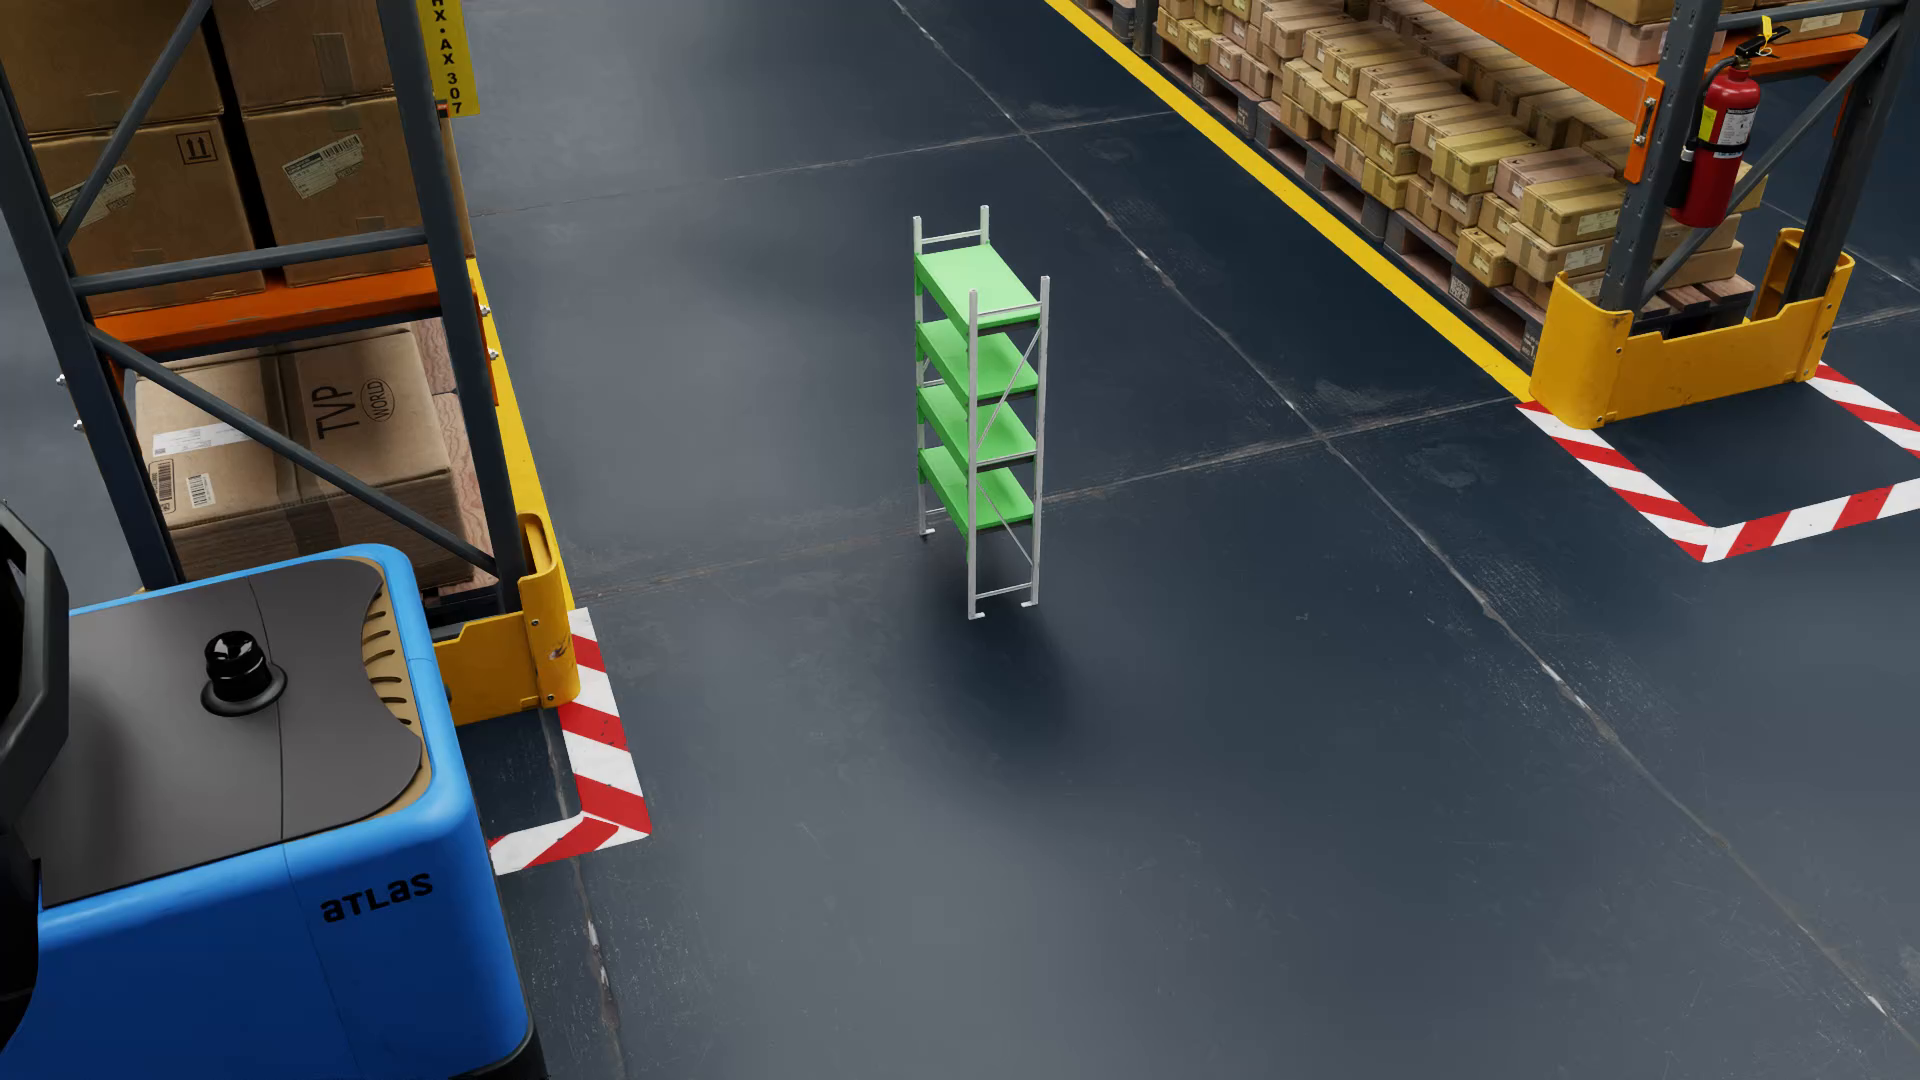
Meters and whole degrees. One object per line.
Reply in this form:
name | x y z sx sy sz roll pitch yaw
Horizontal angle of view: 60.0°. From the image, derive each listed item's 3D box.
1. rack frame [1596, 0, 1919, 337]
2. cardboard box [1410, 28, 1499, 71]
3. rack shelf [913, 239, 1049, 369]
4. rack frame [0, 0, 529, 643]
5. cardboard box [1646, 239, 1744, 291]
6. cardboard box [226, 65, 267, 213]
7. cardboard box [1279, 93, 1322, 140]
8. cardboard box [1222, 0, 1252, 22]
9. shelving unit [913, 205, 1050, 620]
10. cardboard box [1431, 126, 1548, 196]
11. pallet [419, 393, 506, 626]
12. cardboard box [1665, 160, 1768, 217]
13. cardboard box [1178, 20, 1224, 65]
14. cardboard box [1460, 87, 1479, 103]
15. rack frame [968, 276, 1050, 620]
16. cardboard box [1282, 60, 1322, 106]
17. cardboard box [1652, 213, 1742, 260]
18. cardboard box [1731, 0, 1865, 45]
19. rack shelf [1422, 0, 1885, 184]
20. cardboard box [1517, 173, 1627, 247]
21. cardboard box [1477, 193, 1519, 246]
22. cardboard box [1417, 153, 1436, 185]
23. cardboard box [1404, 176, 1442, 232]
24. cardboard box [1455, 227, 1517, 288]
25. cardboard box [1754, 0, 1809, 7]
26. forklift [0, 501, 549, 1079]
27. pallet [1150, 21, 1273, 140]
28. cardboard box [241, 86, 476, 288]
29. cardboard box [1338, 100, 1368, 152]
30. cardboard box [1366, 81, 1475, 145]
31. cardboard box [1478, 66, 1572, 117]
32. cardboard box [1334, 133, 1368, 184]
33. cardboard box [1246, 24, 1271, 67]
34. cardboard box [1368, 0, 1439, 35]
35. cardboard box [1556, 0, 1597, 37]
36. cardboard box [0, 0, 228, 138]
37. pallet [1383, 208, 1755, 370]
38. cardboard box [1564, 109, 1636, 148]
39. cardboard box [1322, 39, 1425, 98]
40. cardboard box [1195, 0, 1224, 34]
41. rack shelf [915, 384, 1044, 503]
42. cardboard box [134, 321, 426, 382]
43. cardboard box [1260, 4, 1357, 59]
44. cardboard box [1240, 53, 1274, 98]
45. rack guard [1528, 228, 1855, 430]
rack frame | 2.844 -1.779 5.619 1.000 3.000 0.127 -12 39 -16
cardboard box | 2.335 -2.274 7.801 0.380 0.149 0.250 -12 39 -16
rack shelf | 0.057 -0.718 5.015 0.258 0.148 0.480 -12 39 -16
rack frame | -1.769 -0.697 4.183 1.000 3.000 0.127 -12 39 -16
cardboard box | 2.964 -1.170 6.831 0.380 0.149 0.250 -12 39 -15
cardboard box | -2.342 -1.242 4.822 0.500 0.500 0.500 -13 39 -17
cardboard box | 1.776 -2.071 8.027 0.380 0.149 0.250 -13 39 -17
cardboard box | 1.564 -2.767 8.457 0.380 0.149 0.250 -13 39 -17
shelving unit | 0.057 -0.386 5.265 0.258 1.200 0.503 -12 39 -16
cardboard box | 2.183 -1.566 6.862 0.380 0.149 0.250 -13 39 -17
pallet | -2.118 -0.019 5.600 1.003 0.211 1.213 -12 39 -16
cardboard box | 2.983 -1.412 6.658 0.380 0.149 0.250 -14 39 -18
cardboard box | 1.382 -2.645 8.789 0.380 0.149 0.250 -11 38 -15
cardboard box | 2.397 -2.005 7.692 0.380 0.149 0.250 -11 38 -14
rack frame | 0.141 -0.248 5.082 0.240 1.200 0.015 -12 39 -16
cardboard box | 1.771 -2.192 7.940 0.380 0.149 0.250 -13 39 -16
cardboard box | 2.905 -1.276 6.724 0.380 0.149 0.250 -11 38 -14
cardboard box | 3.040 -1.930 6.028 0.380 0.149 0.250 -13 39 -16
rack shelf | 2.156 -2.622 7.335 1.077 0.370 4.000 -12 39 -16
cardboard box | 2.424 -1.292 6.499 0.380 0.149 0.250 -12 39 -15
cardboard box | 2.355 -1.325 6.789 0.380 0.149 0.250 -13 39 -17
cardboard box | 2.218 -1.632 7.197 0.380 0.149 0.250 -13 39 -16
cardboard box | 2.176 -1.491 7.256 0.380 0.149 0.250 -12 39 -15
cardboard box | 2.283 -1.187 6.853 0.380 0.149 0.250 -11 38 -15
cardboard box | 2.949 -2.249 5.912 0.500 0.500 0.500 -11 38 -14
forklift | -2.531 0.288 2.931 3.031 2.935 1.130 -14 39 -18
pallet | 1.732 -2.553 8.964 1.003 0.211 1.213 -12 39 -16
cardboard box | -1.665 -1.068 4.591 0.500 0.500 0.500 -13 39 -16
cardboard box | 1.953 -1.898 7.550 0.380 0.149 0.250 -11 38 -14
cardboard box | 2.008 -1.866 7.260 0.380 0.149 0.250 -11 38 -14
cardboard box | 2.559 -1.993 7.429 0.380 0.149 0.250 -11 38 -14
cardboard box | 1.954 -1.780 7.641 0.380 0.149 0.250 -12 39 -15
cardboard box | 1.671 -2.508 8.360 0.380 0.149 0.250 -14 39 -18
cardboard box | 2.248 -2.586 8.217 0.380 0.149 0.250 -14 39 -18
cardboard box | 2.416 -1.953 6.058 0.380 0.149 0.250 -13 39 -16
cardboard box | -2.159 -1.360 4.148 0.500 0.500 0.500 -11 38 -14
pallet | 2.571 -1.175 7.134 1.003 0.211 1.213 -12 39 -16
cardboard box | 2.808 -1.712 7.055 0.380 0.149 0.250 -13 39 -16
cardboard box | 1.905 -2.180 7.677 0.380 0.149 0.250 -12 39 -16
cardboard box | 1.463 -2.791 8.736 0.380 0.149 0.250 -12 39 -16
rack shelf | 0.057 -0.335 5.303 0.258 0.148 0.480 -12 39 -16
cardboard box | -2.413 -0.709 5.979 0.875 0.438 0.875 -11 38 -15
cardboard box | 1.686 -2.464 8.054 0.380 0.149 0.250 -12 39 -15
cardboard box | 1.651 -2.383 8.440 0.380 0.149 0.250 -13 39 -17
rack guard | 2.818 -0.824 6.428 1.175 0.500 0.348 -12 39 -16
